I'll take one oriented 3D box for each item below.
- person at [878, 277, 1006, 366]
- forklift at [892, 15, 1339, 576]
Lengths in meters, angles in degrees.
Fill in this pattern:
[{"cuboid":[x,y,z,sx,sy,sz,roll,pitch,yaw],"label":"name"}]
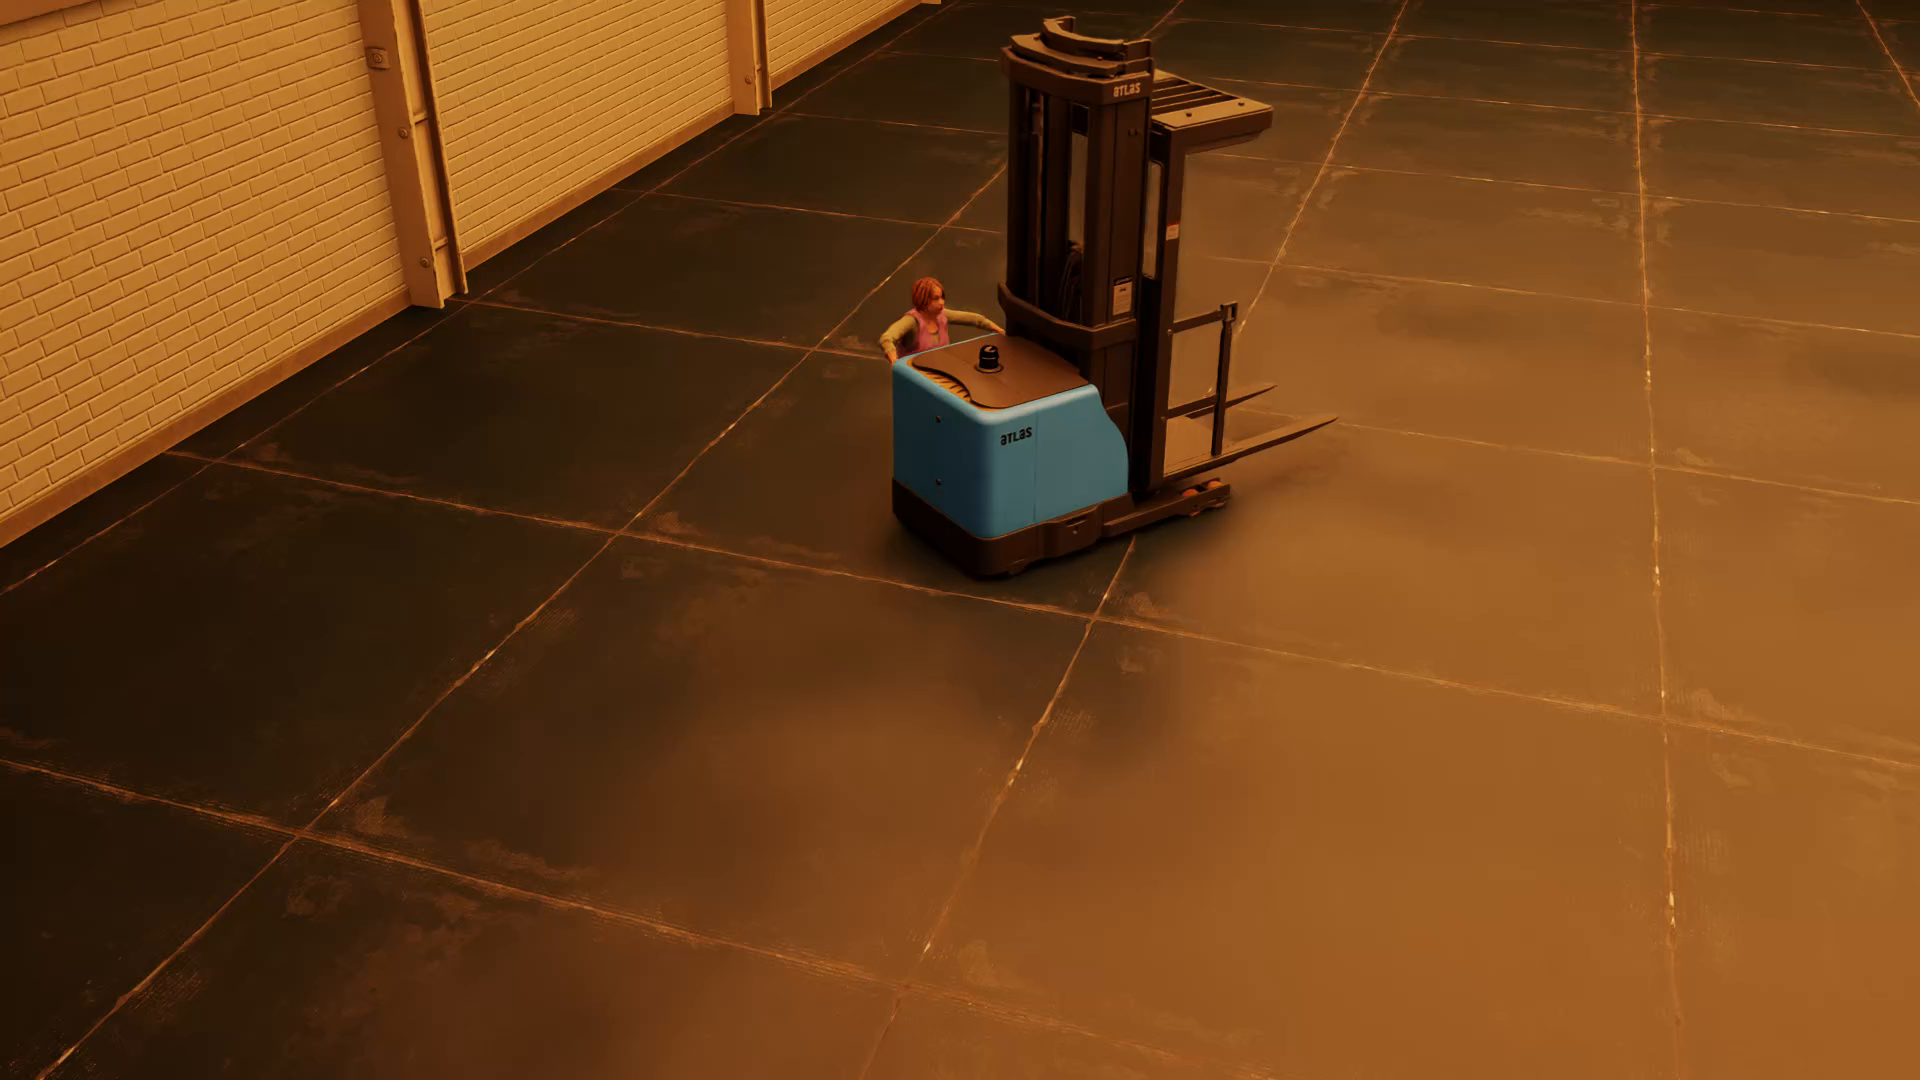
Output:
[{"cuboid":[-0.057,-0.906,10.274,0.743,1.378,0.946,20,35,30],"label":"person"},{"cuboid":[1.090,-1.619,9.977,3.031,2.935,1.130,-19,35,-29],"label":"forklift"}]
